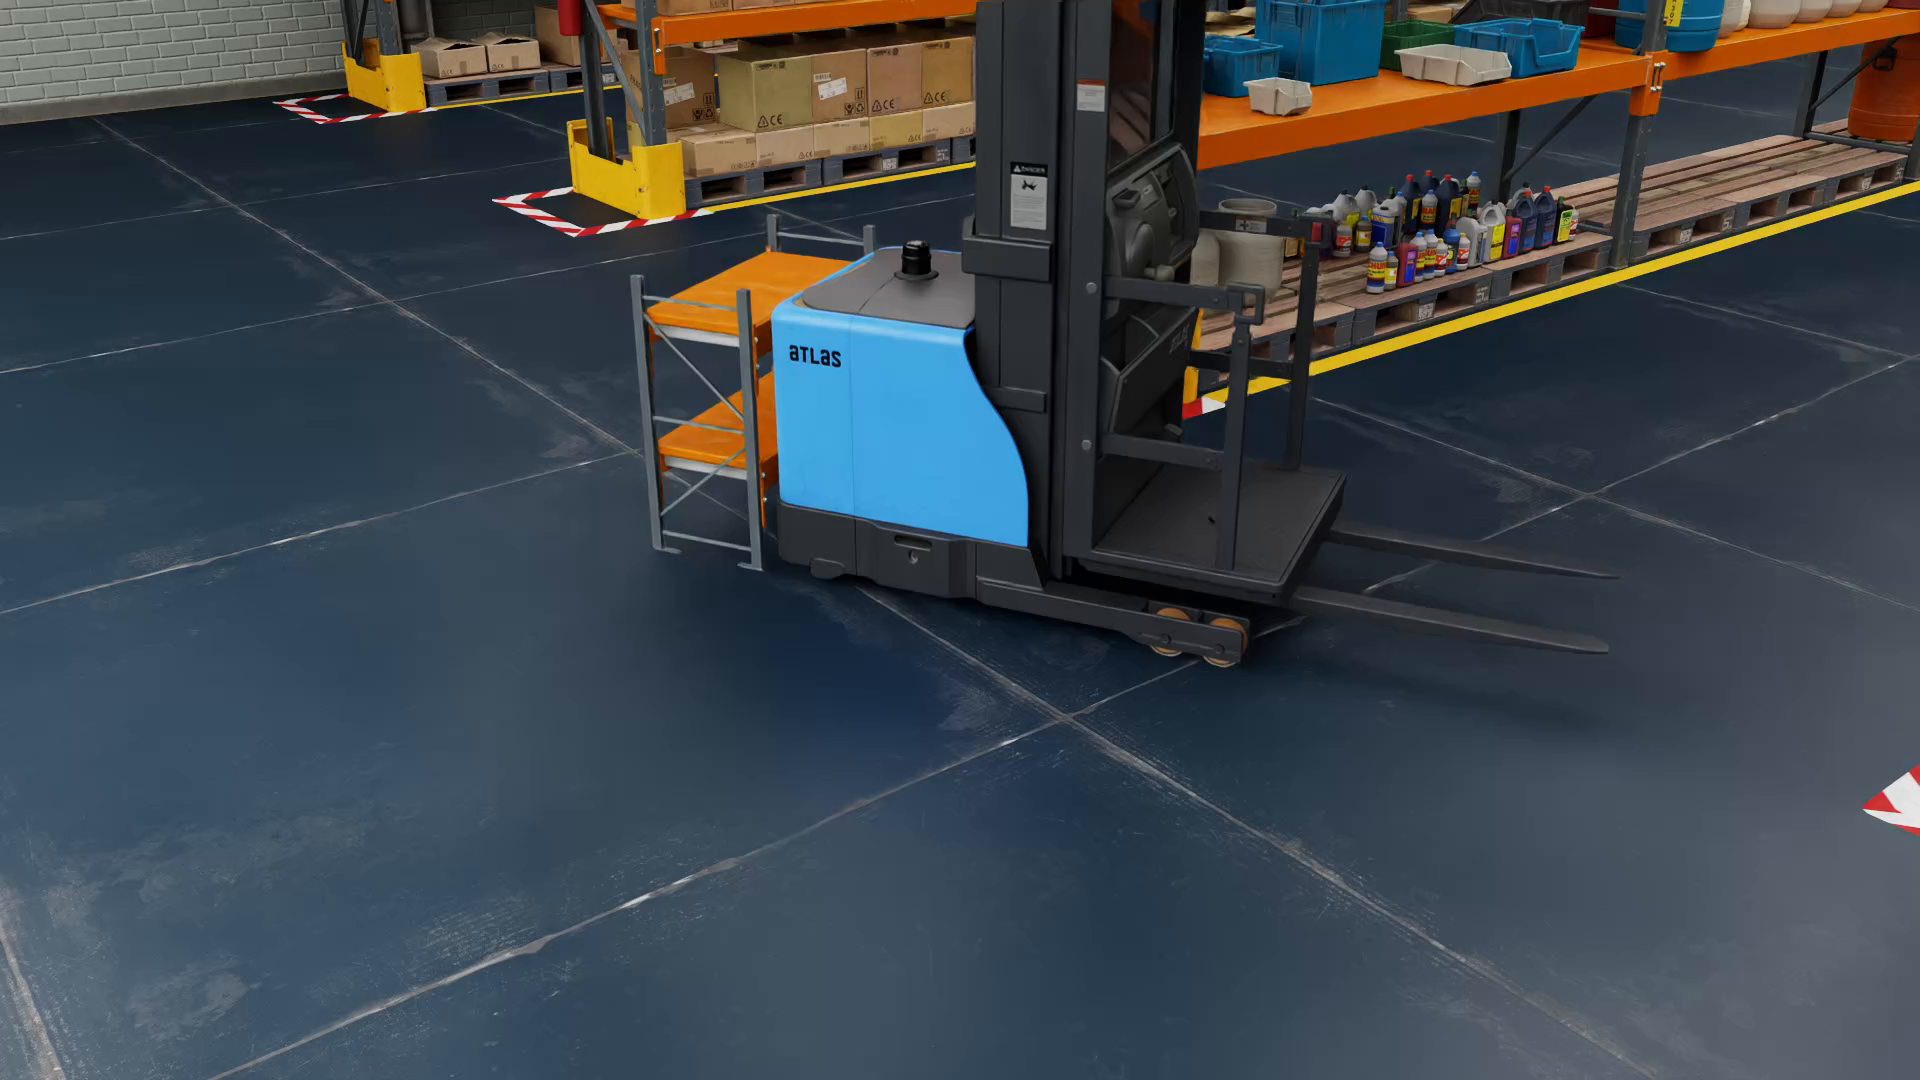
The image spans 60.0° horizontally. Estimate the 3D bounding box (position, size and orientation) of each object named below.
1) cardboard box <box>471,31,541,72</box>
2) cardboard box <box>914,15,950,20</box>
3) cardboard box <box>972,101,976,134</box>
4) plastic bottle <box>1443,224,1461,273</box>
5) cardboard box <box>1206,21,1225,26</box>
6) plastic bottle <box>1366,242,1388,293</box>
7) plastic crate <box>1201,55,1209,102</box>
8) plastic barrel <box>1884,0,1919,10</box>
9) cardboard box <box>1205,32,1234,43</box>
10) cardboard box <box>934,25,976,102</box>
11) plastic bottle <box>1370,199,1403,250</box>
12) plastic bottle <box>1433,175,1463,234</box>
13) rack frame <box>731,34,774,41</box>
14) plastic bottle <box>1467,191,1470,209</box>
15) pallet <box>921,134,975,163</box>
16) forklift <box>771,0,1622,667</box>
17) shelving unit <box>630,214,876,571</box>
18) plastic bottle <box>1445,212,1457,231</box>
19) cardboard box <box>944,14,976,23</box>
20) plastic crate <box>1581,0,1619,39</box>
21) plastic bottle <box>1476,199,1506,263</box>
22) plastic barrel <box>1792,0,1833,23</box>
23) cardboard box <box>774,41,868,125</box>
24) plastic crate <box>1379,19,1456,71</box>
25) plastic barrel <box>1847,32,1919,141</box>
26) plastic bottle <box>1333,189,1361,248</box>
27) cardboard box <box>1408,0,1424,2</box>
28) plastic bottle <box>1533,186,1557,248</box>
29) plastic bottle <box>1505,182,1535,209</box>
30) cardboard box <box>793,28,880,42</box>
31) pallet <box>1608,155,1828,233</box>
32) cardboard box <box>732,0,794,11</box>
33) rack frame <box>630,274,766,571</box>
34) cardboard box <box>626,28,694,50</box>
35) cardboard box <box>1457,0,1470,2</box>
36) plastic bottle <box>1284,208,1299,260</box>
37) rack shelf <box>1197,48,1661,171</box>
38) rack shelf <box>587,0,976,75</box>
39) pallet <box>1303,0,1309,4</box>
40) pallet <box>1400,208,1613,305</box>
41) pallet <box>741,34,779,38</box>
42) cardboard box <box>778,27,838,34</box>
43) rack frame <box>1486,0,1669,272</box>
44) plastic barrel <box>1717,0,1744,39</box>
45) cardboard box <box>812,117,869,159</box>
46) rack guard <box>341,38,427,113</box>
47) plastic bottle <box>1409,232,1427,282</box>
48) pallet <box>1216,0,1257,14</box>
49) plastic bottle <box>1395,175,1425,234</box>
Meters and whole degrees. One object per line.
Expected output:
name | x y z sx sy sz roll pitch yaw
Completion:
cardboard box | -4.389 -4.733 16.056 0.500 0.311 0.500 -15 29 -30
cardboard box | -0.528 -6.161 18.908 0.500 0.500 0.700 -18 31 -34
cardboard box | 0.140 -3.478 13.447 0.500 0.250 0.500 -18 31 -34
plastic bottle | 2.802 -1.670 9.504 0.097 0.271 0.097 0 25 0
cardboard box | 2.108 -4.647 15.301 0.500 0.311 0.500 -19 31 -35
plastic bottle | 2.294 -1.503 9.143 0.097 0.271 0.097 0 25 0
plastic crate | 0.884 -2.335 8.394 0.616 0.251 0.499 -18 31 -34
plastic barrel | 6.792 -4.092 11.842 0.708 0.536 0.600 -18 31 -34
cardboard box | 2.052 -4.339 14.638 0.500 0.311 0.500 -19 31 -36
cardboard box | 0.139 -3.818 13.291 0.500 0.500 0.500 -18 31 -34
plastic bottle | 2.560 -1.902 9.998 0.135 0.276 0.152 -18 31 -34
plastic bottle | 3.021 -2.090 10.314 0.185 0.351 0.144 -18 31 -34
rack frame | -2.290 -6.494 17.179 0.127 3.000 1.000 -18 31 -34
plastic bottle | 3.222 -2.178 10.682 0.097 0.201 0.097 0 25 0
pallet | 0.118 -3.396 13.817 1.213 0.211 1.003 -18 31 -34
forklift | 0.859 -1.141 5.727 3.031 2.935 1.130 10 27 21
shelving unit | -0.789 -0.632 6.776 0.538 1.125 1.048 11 27 22
plastic bottle | 2.892 -1.777 9.720 0.133 0.283 0.061 -18 31 -34
cardboard box | 0.211 -4.120 13.942 0.500 0.500 0.500 -18 31 -34
plastic crate | 4.015 -3.468 10.584 0.583 0.464 0.402 -18 31 -34
plastic bottle | 3.089 -1.813 9.718 0.185 0.351 0.144 -18 31 -34
plastic barrel | 5.629 -3.752 11.111 0.433 0.535 0.433 0 25 0
cardboard box | -1.041 -3.428 12.451 0.500 0.500 0.500 -18 31 -34
plastic crate | 2.580 -2.857 9.594 0.662 0.188 0.450 -18 31 -34
plastic barrel | 7.345 -3.590 13.001 0.708 0.830 0.600 -18 31 -34
plastic bottle | 2.302 -1.930 9.969 0.185 0.351 0.144 -17 30 -32
cardboard box | 4.550 -5.635 16.886 0.500 0.250 0.500 -17 30 -32
plastic bottle | 3.494 -1.947 10.006 0.185 0.351 0.144 -19 31 -35
plastic bottle | 3.405 -1.995 10.109 0.185 0.351 0.144 -18 31 -34
cardboard box | -0.968 -3.730 13.101 0.500 0.500 0.500 -18 31 -34
pallet | 5.378 -2.483 11.849 1.213 0.211 1.003 -18 31 -34
cardboard box | -1.593 -4.115 11.935 0.500 0.500 0.700 -17 30 -33
rack frame | -0.995 -0.436 6.354 0.500 1.125 0.032 11 27 22
cardboard box | -3.082 -5.277 17.003 0.500 0.500 0.500 -21 32 -38
cardboard box | 5.258 -5.249 16.943 0.500 0.500 0.500 -19 31 -35
plastic bottle | 1.931 -1.799 9.767 0.133 0.283 0.061 -17 30 -33
rack shelf | 2.249 -2.366 9.140 4.000 0.370 1.077 -18 31 -34
rack shelf | -0.805 -4.008 12.677 4.000 0.370 1.077 -18 31 -34
pallet | 4.652 -7.479 22.614 1.213 0.211 1.003 -18 31 -34
pallet | 3.269 -1.786 10.348 1.213 0.211 1.003 -18 31 -34
pallet | -1.679 -5.432 18.203 1.213 0.211 1.003 -18 31 -34
cardboard box | -1.721 -5.756 18.037 0.500 0.500 0.700 -17 30 -32
rack frame | 3.823 -3.212 10.108 0.127 3.000 1.000 -18 31 -34
plastic barrel | 4.711 -3.449 10.458 0.433 0.535 0.433 0 25 0
cardboard box | -1.034 -3.084 12.600 0.500 0.250 0.500 -18 31 -34
rack guard | -5.378 -4.341 15.509 0.348 0.500 1.175 -18 31 -34
plastic bottle | 2.564 -1.592 9.335 0.097 0.271 0.097 0 25 0
pallet | 3.444 -7.082 21.758 1.213 0.211 1.003 -18 31 -34
plastic bottle | 2.783 -2.089 10.311 0.185 0.351 0.144 -20 31 -36
